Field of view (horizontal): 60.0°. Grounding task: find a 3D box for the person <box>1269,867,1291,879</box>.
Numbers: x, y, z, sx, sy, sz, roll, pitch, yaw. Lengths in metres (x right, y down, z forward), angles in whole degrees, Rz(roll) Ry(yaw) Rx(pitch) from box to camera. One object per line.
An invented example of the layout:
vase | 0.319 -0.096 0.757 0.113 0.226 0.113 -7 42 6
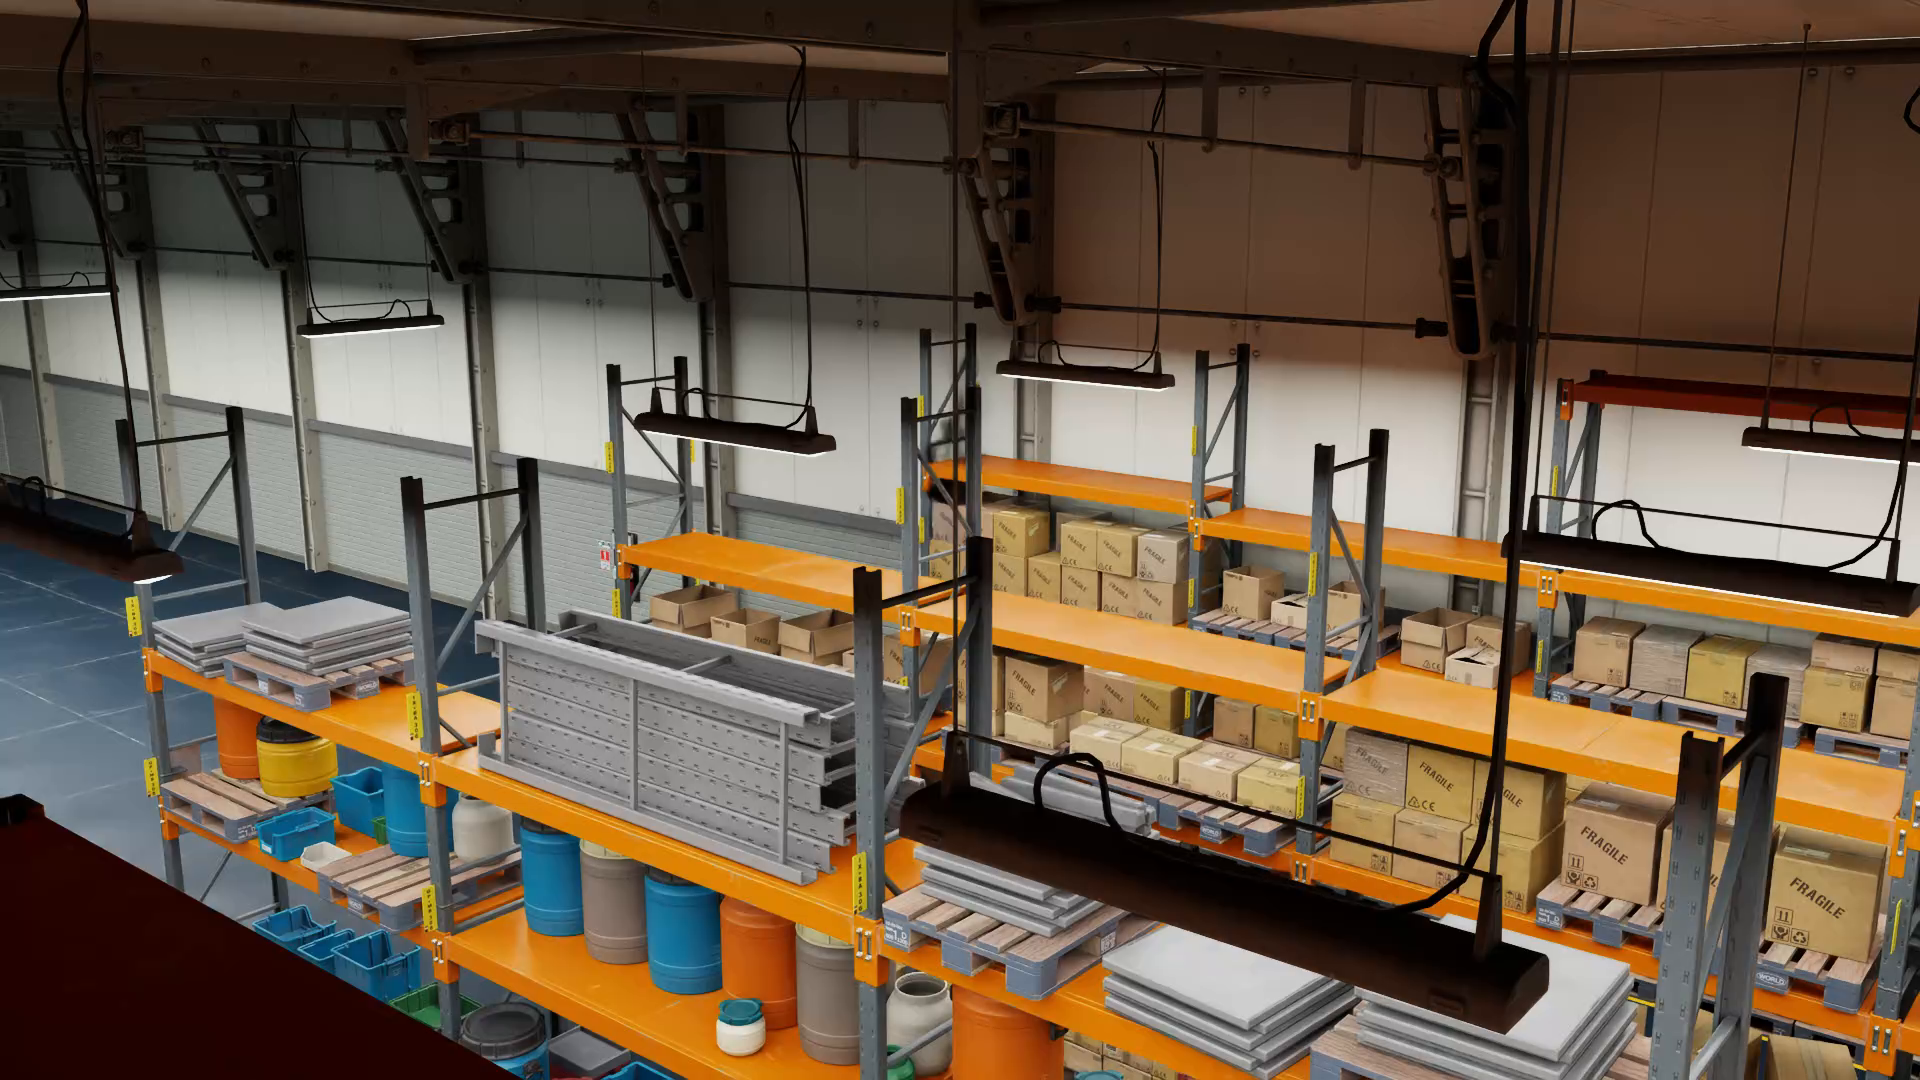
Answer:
person | 2.954 3.785 15.385 0.916 1.828 0.697 8 15 31
